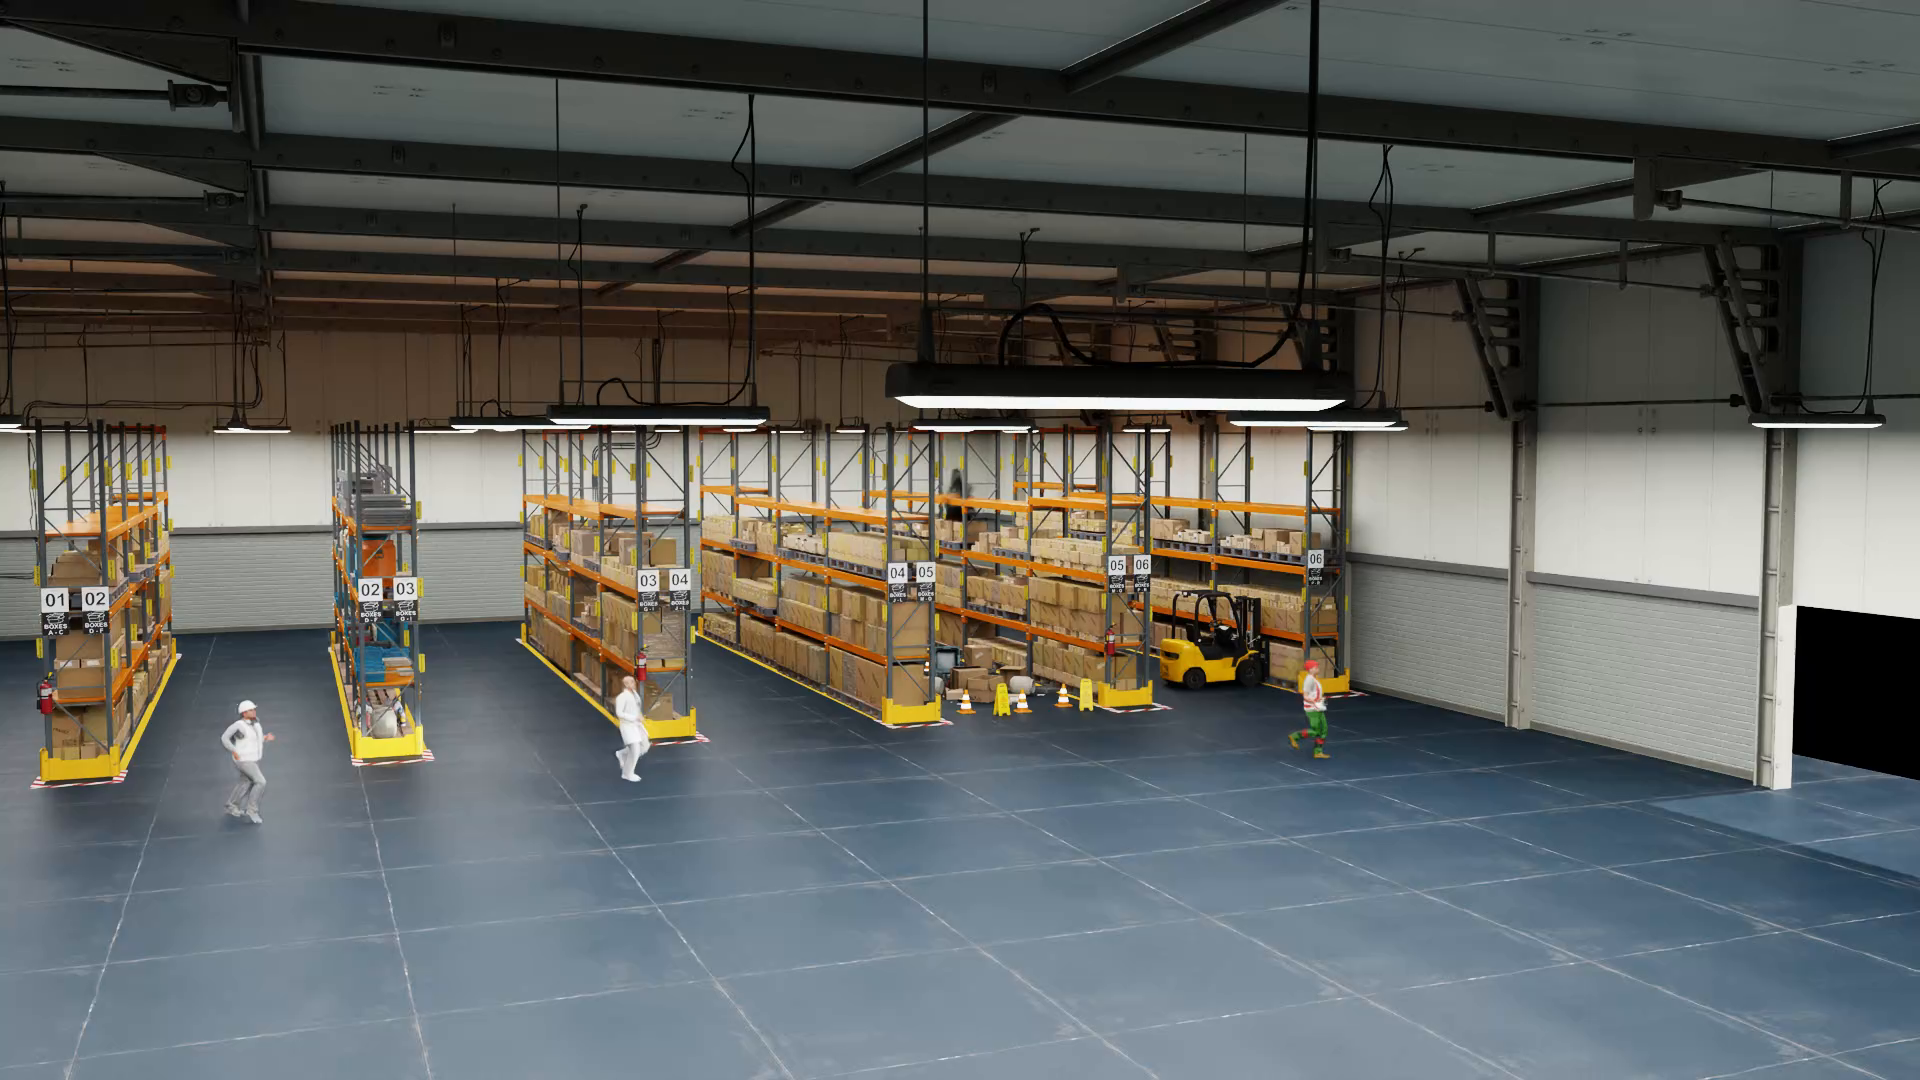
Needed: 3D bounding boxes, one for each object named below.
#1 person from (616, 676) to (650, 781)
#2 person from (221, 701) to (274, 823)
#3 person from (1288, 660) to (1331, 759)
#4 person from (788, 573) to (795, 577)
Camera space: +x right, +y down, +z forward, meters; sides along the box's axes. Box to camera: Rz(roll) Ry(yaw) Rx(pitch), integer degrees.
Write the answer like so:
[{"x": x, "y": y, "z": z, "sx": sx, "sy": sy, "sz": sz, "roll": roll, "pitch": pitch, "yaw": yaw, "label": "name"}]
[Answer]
[{"x": -5.472, "y": 3.127, "z": 27.677, "sx": 0.647, "sy": 1.742, "sz": 0.754, "roll": 1, "pitch": 4, "yaw": 16, "label": "person"}, {"x": -10.605, "y": 3.305, "z": 24.793, "sx": 0.763, "sy": 1.838, "sz": 0.626, "roll": 0, "pitch": 4, "yaw": 3, "label": "person"}, {"x": 6.229, "y": 3.004, "z": 29.553, "sx": 0.745, "sy": 1.749, "sz": 0.667, "roll": 1, "pitch": 4, "yaw": 22, "label": "person"}, {"x": -5.026, "y": 1.793, "z": 50.034, "sx": 0.877, "sy": 1.605, "sz": 0.538, "roll": -2, "pitch": 4, "yaw": -27, "label": "person"}]
